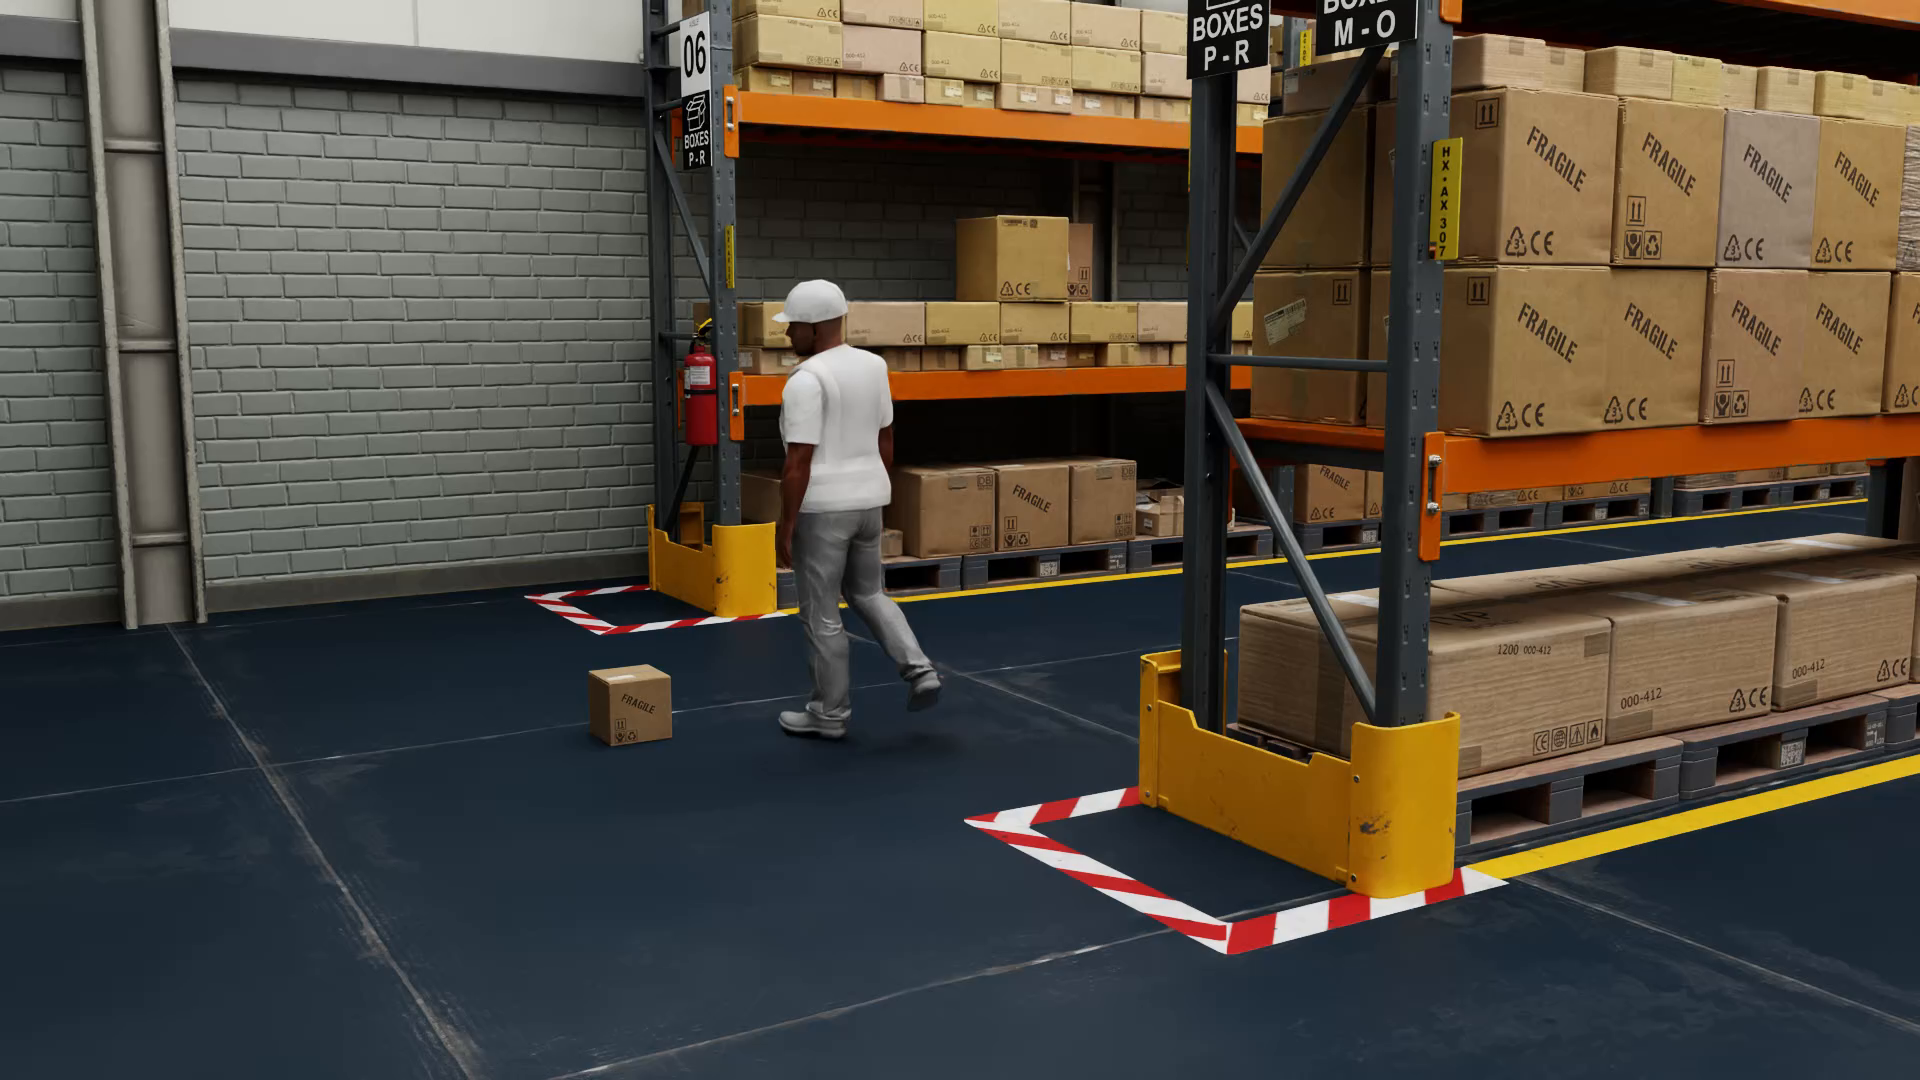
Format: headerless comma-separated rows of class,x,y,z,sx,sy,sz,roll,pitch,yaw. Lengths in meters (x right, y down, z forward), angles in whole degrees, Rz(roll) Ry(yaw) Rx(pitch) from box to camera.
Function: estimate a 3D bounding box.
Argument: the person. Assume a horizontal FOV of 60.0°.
person,-0.416,-0.107,6.388,0.654,1.766,0.599,6,10,37
